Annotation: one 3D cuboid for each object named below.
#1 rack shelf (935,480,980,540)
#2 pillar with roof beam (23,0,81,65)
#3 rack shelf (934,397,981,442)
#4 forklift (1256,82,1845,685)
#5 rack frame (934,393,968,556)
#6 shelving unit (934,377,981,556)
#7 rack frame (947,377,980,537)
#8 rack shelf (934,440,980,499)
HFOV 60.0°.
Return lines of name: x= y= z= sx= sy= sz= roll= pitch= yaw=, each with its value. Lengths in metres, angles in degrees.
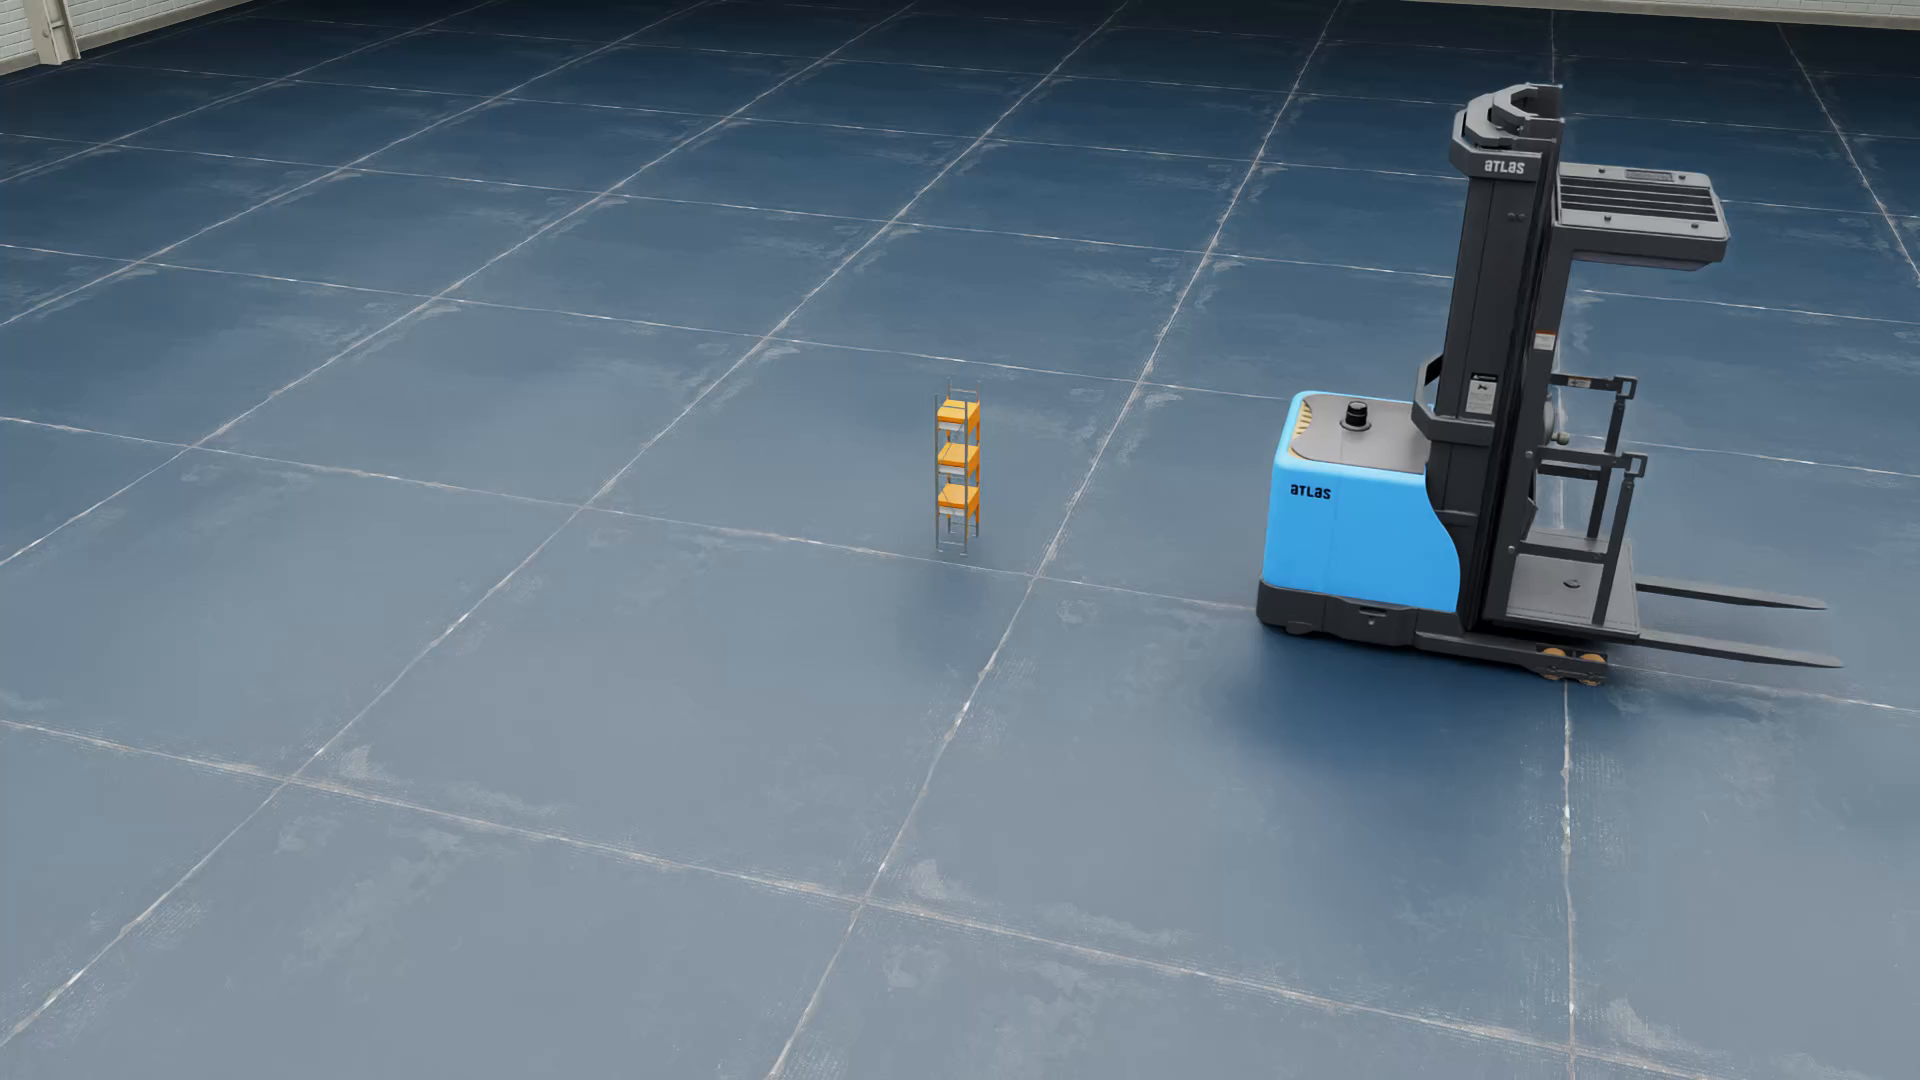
rack shelf: x=-0.016 y=-0.182 z=10.126 sx=0.215 sy=0.259 sz=0.240 roll=8 pitch=30 yaw=15
pillar with roof beam: x=-7.432 y=-9.469 z=18.051 sx=9.100 sy=9.000 sz=0.400 roll=8 pitch=30 yaw=15
rack shelf: x=-0.016 y=-0.673 z=9.852 sx=0.215 sy=0.259 sz=0.240 roll=8 pitch=30 yaw=15
forklift: x=3.246 y=-0.793 z=8.696 sx=3.031 sy=2.935 sz=1.130 roll=8 pitch=30 yaw=15
rack frame: x=-0.052 y=-0.377 z=9.883 sx=0.200 sy=1.050 sz=0.008 roll=8 pitch=30 yaw=15
shelving unit: x=-0.016 y=-0.434 z=9.985 sx=0.215 sy=1.050 sz=0.252 roll=8 pitch=30 yaw=15
rack frame: x=0.020 y=-0.491 z=10.087 sx=0.200 sy=1.050 sz=0.008 roll=8 pitch=30 yaw=15
rack shelf: x=-0.016 y=-0.425 z=9.990 sx=0.215 sy=0.259 sz=0.240 roll=8 pitch=30 yaw=15
